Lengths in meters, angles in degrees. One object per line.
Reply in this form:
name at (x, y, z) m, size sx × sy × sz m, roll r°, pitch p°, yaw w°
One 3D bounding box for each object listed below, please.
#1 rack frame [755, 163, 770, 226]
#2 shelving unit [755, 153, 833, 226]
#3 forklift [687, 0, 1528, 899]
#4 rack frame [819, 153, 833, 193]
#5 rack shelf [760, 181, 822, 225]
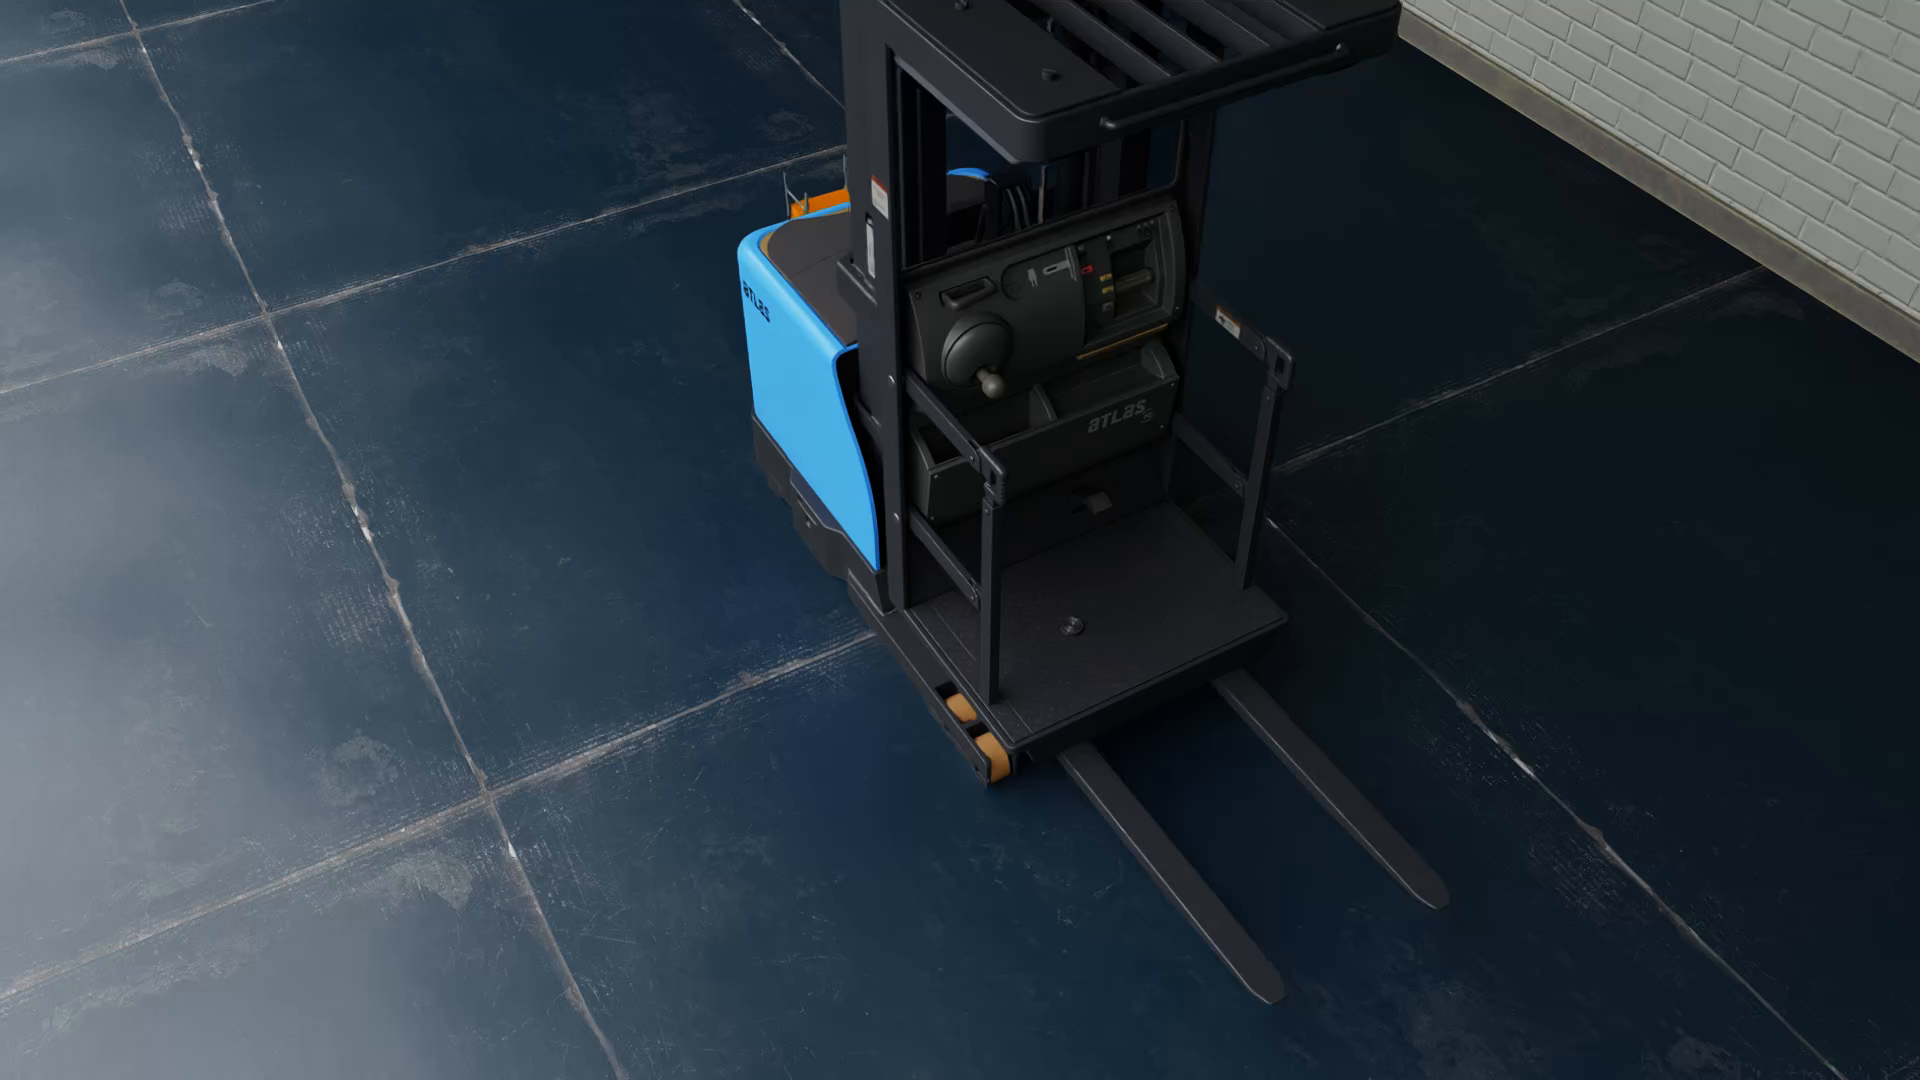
rack frame at (-0.733, -0.959, 6.485) m, size 0.008 × 1.050 × 0.200 m, roll -11°, pitch 45°, yaw -11°
shelving unit at (-0.616, -0.983, 6.509) m, size 0.252 × 1.050 × 0.215 m, roll -11°, pitch 45°, yaw -11°
forklift at (0.457, -0.744, 4.912) m, size 3.031 × 2.935 × 1.130 m, roll 34°, pitch 53°, yaw 30°
rack frame at (-0.499, -1.006, 6.533) m, size 0.008 × 1.050 × 0.200 m, roll -11°, pitch 45°, yaw -11°
rack shelf at (-0.616, -1.179, 6.318) m, size 0.240 × 0.259 × 0.215 m, roll -11°, pitch 45°, yaw -11°
